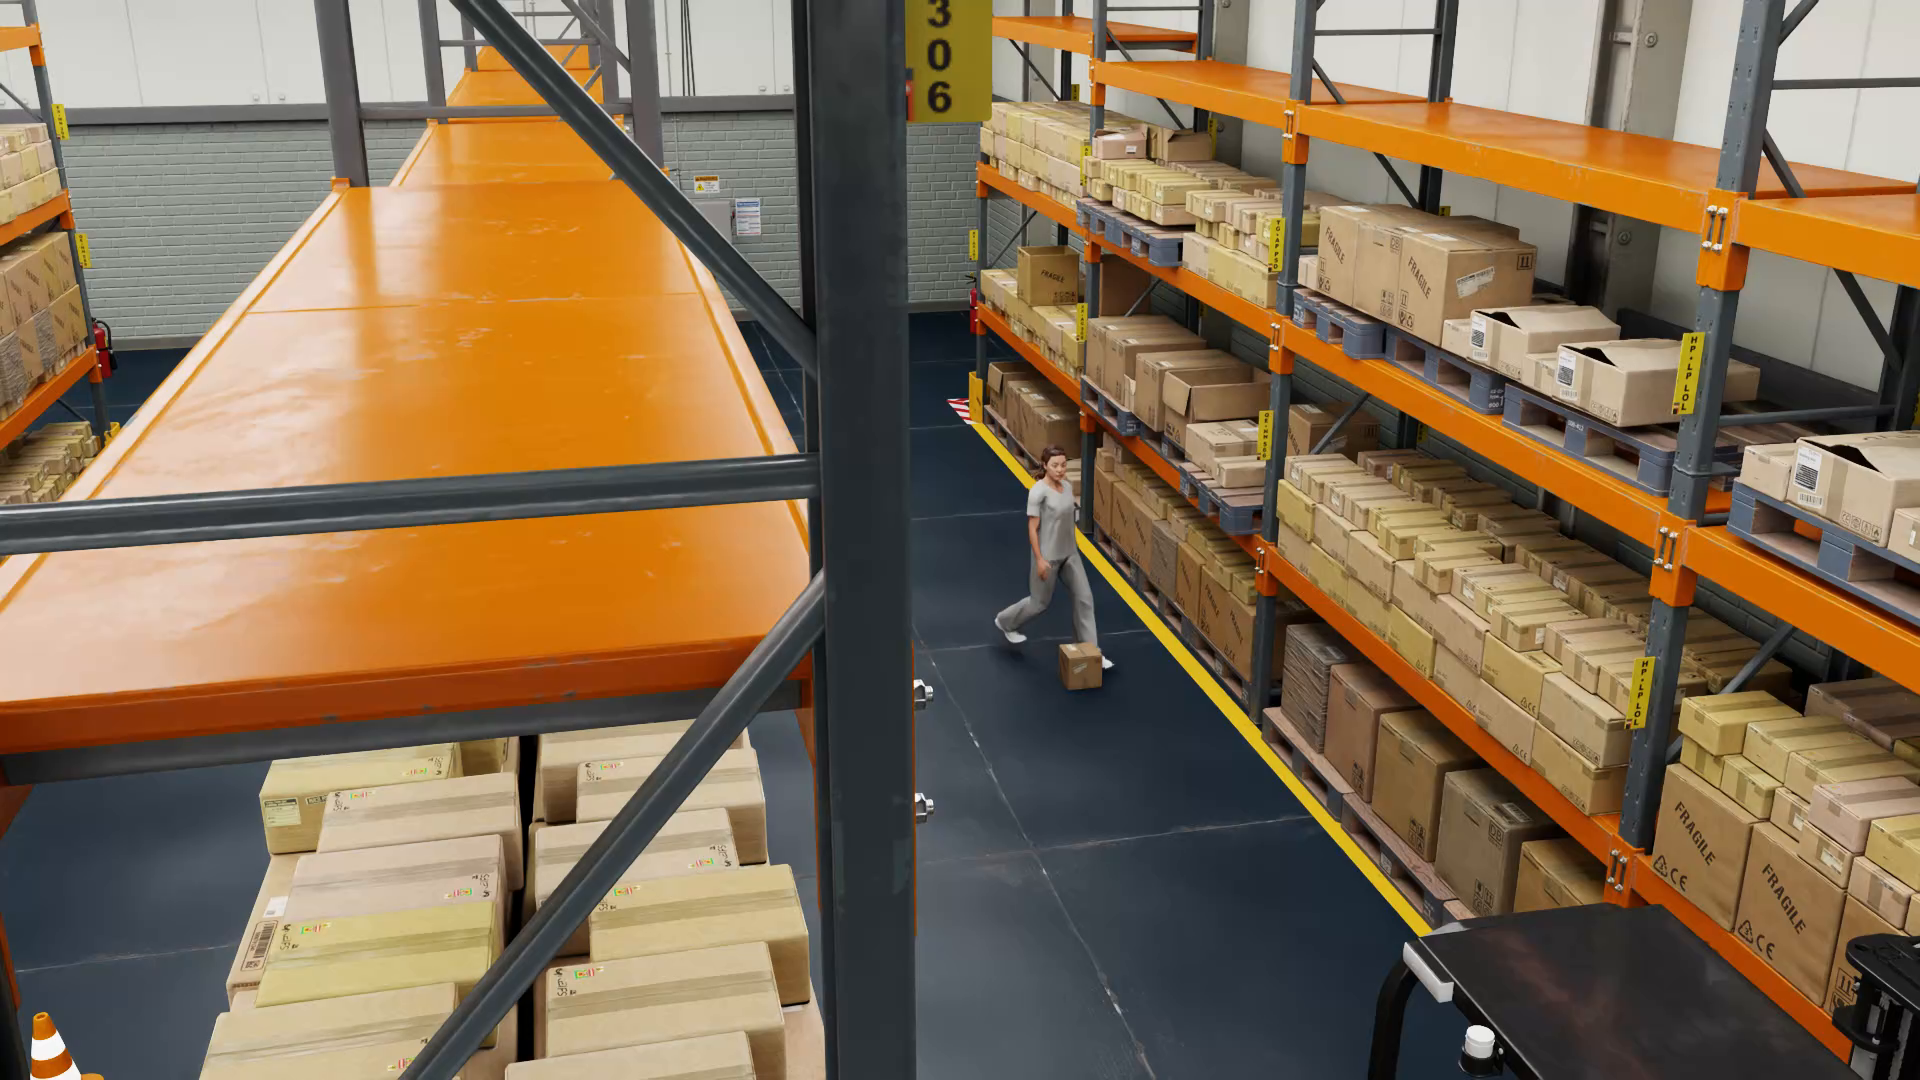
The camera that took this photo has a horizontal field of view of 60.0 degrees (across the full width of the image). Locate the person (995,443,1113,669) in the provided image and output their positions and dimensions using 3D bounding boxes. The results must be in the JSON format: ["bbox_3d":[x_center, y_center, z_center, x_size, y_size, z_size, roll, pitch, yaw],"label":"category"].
[{"bbox_3d":[0.716,0.111,12.114,0.477,1.620,0.992,-16,25,-37],"label":"person"}]
